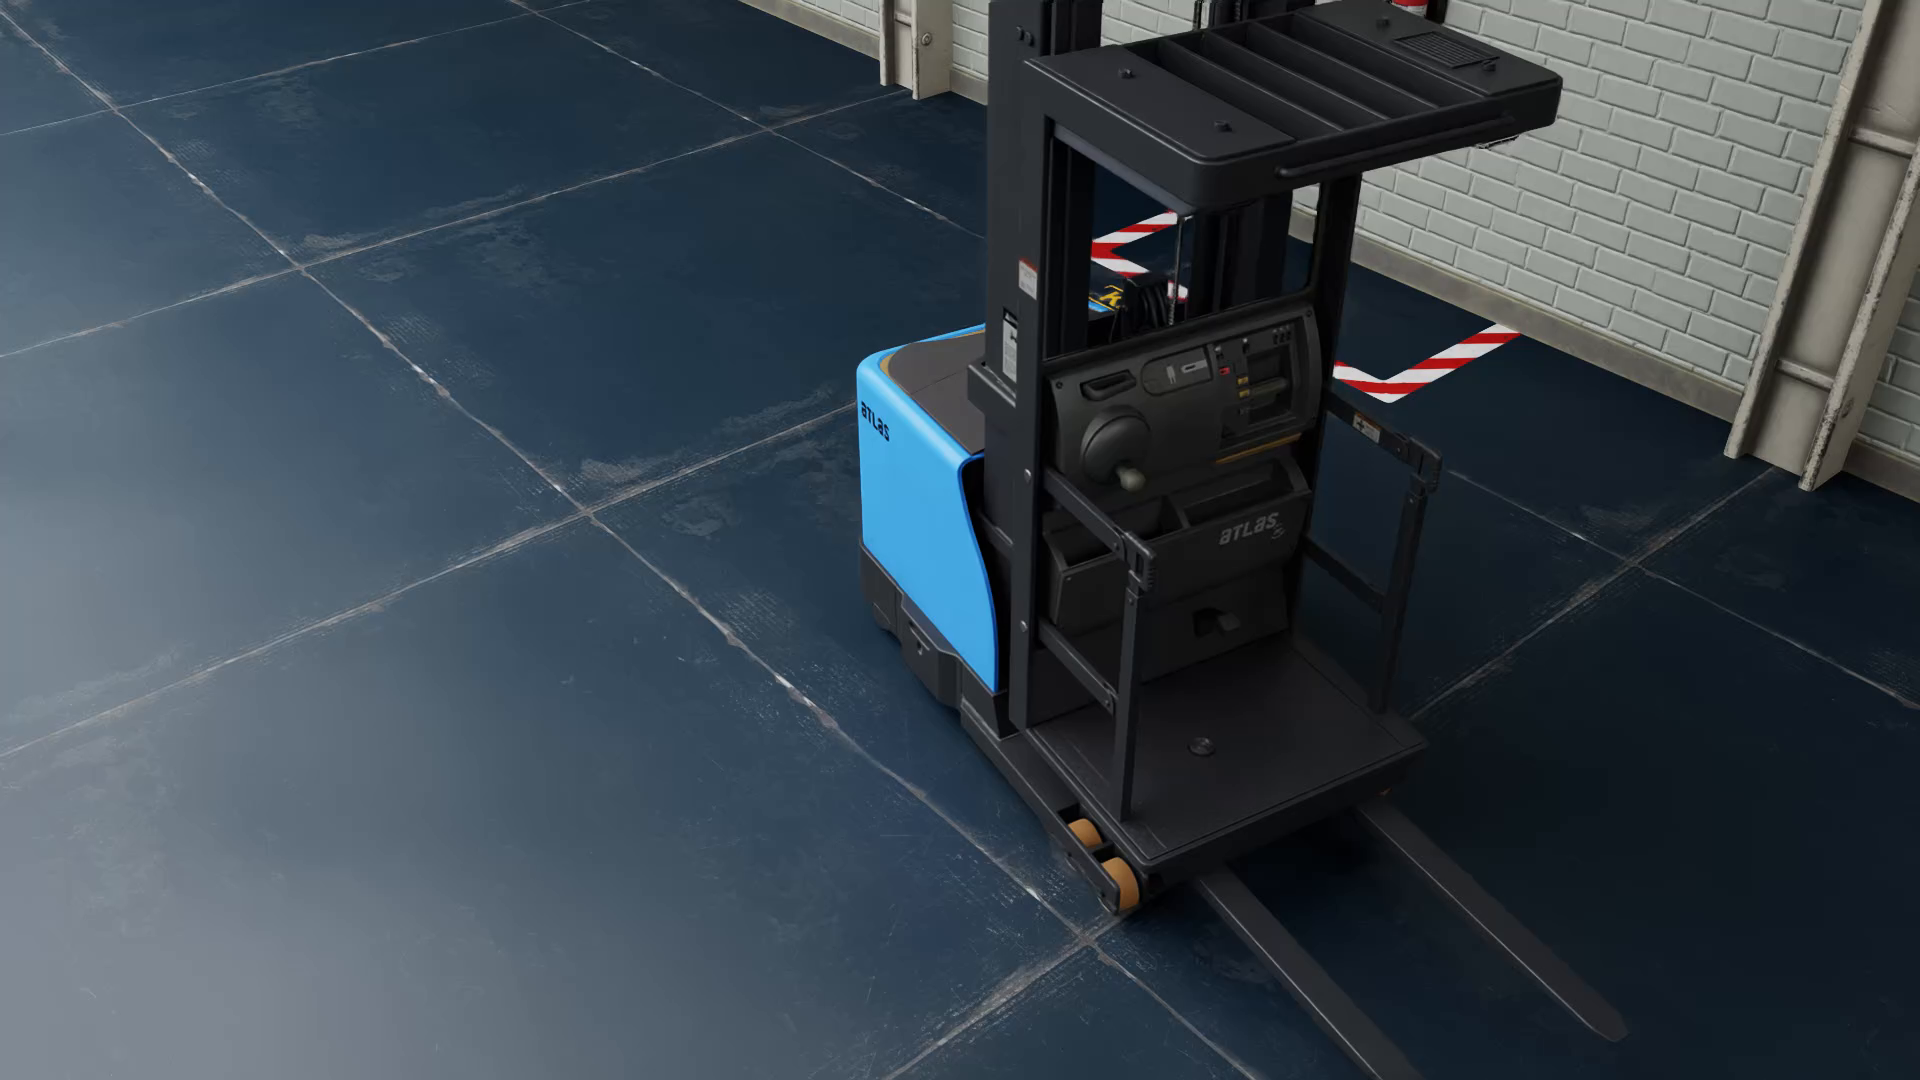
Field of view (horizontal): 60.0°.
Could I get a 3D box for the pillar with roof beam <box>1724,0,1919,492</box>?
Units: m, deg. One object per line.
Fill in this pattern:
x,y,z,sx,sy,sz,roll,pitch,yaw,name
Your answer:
0.298,-2.413,2.372,9.100,9.000,0.400,-26,43,-32,pillar with roof beam

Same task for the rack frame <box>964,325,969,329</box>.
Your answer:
-0.060,-0.410,6.550,0.240,0.900,0.006,-26,43,-31,rack frame

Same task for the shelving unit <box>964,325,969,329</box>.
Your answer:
0.005,-0.364,6.486,0.258,0.900,0.210,-26,43,-31,shelving unit

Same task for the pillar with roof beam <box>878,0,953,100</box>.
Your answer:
-3.574,-5.062,6.112,9.100,9.000,0.400,-26,43,-32,pillar with roof beam

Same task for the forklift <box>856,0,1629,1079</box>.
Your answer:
0.779,-0.352,4.711,1.130,2.935,3.031,-18,39,-23,forklift

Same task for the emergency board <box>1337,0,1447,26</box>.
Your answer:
2.021,-2.676,7.933,0.194,1.169,0.643,-26,43,-32,emergency board
